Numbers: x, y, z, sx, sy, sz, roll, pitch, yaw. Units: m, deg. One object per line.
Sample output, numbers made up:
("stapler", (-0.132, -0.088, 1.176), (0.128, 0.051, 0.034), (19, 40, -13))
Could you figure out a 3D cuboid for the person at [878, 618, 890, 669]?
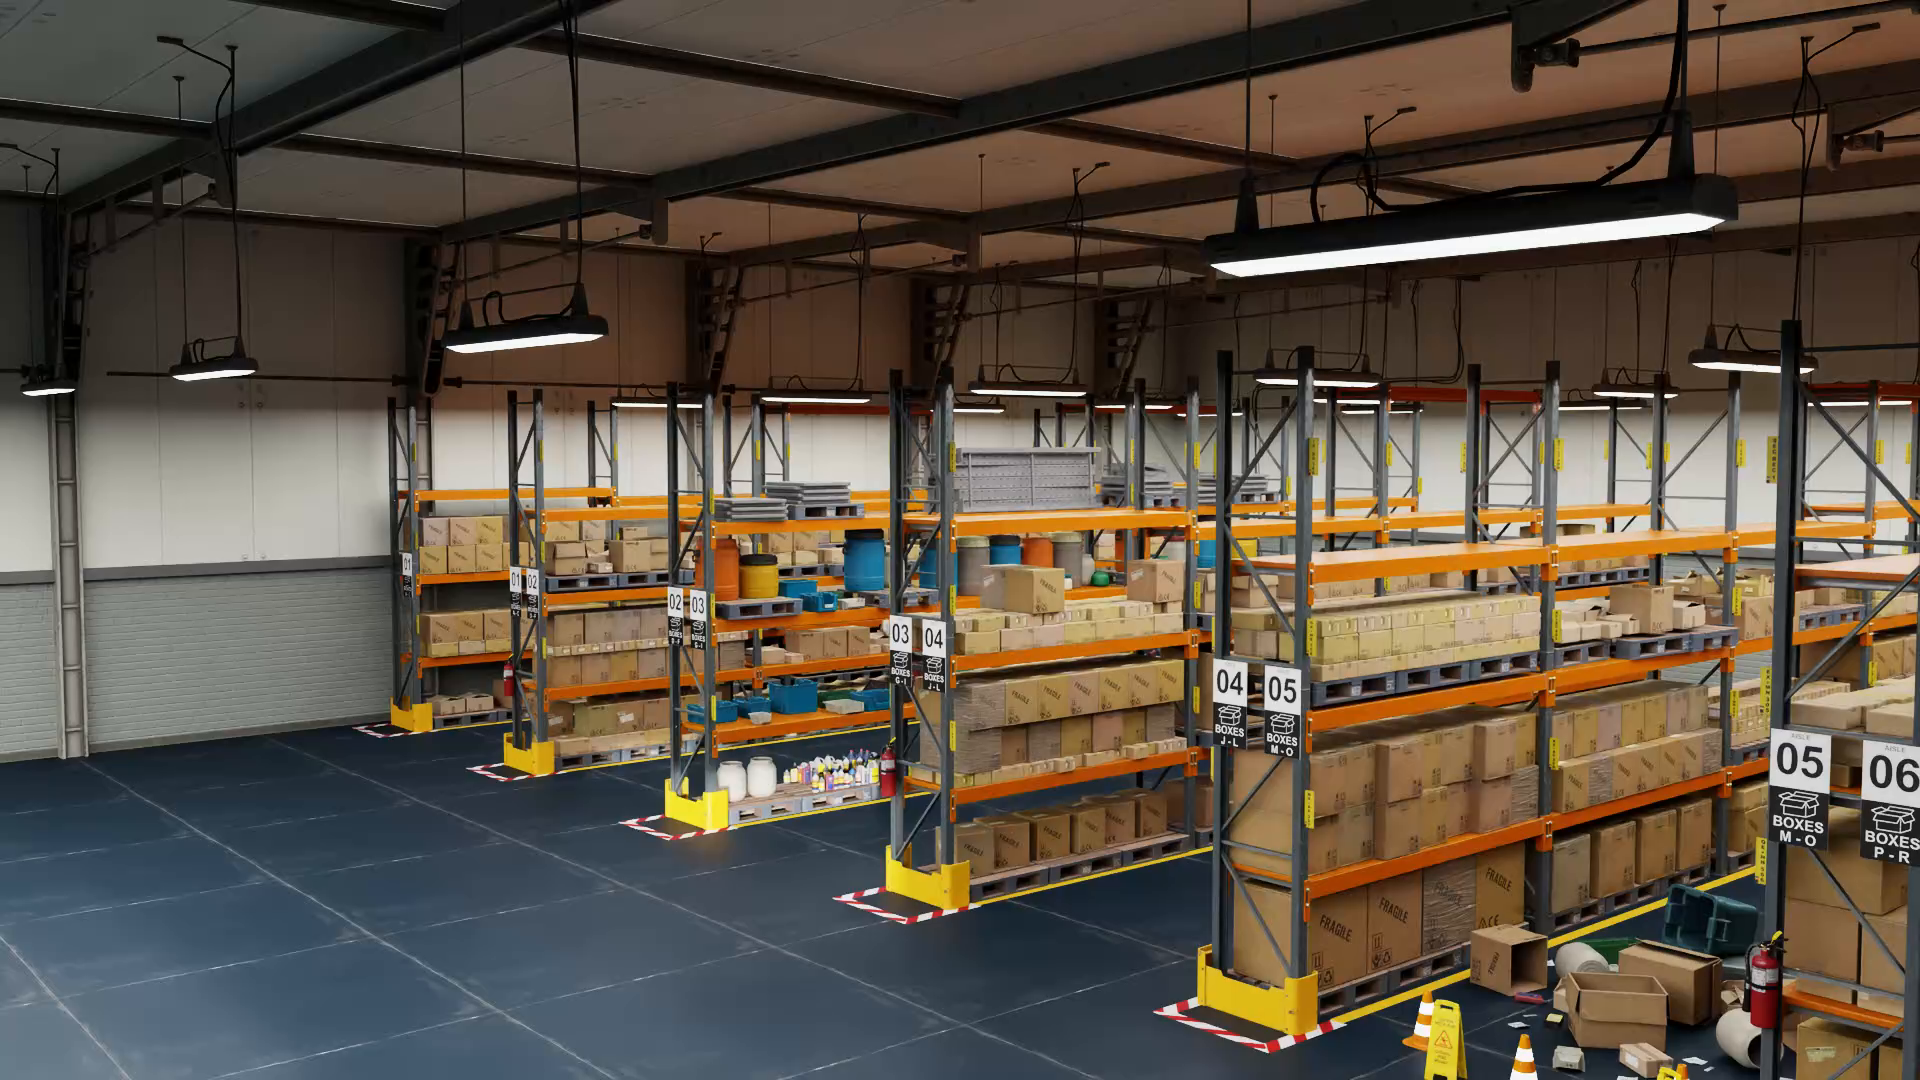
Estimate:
("person", (-1.423, 2.233, 35.055), (0.797, 1.784, 0.654), (-3, 5, -44))
